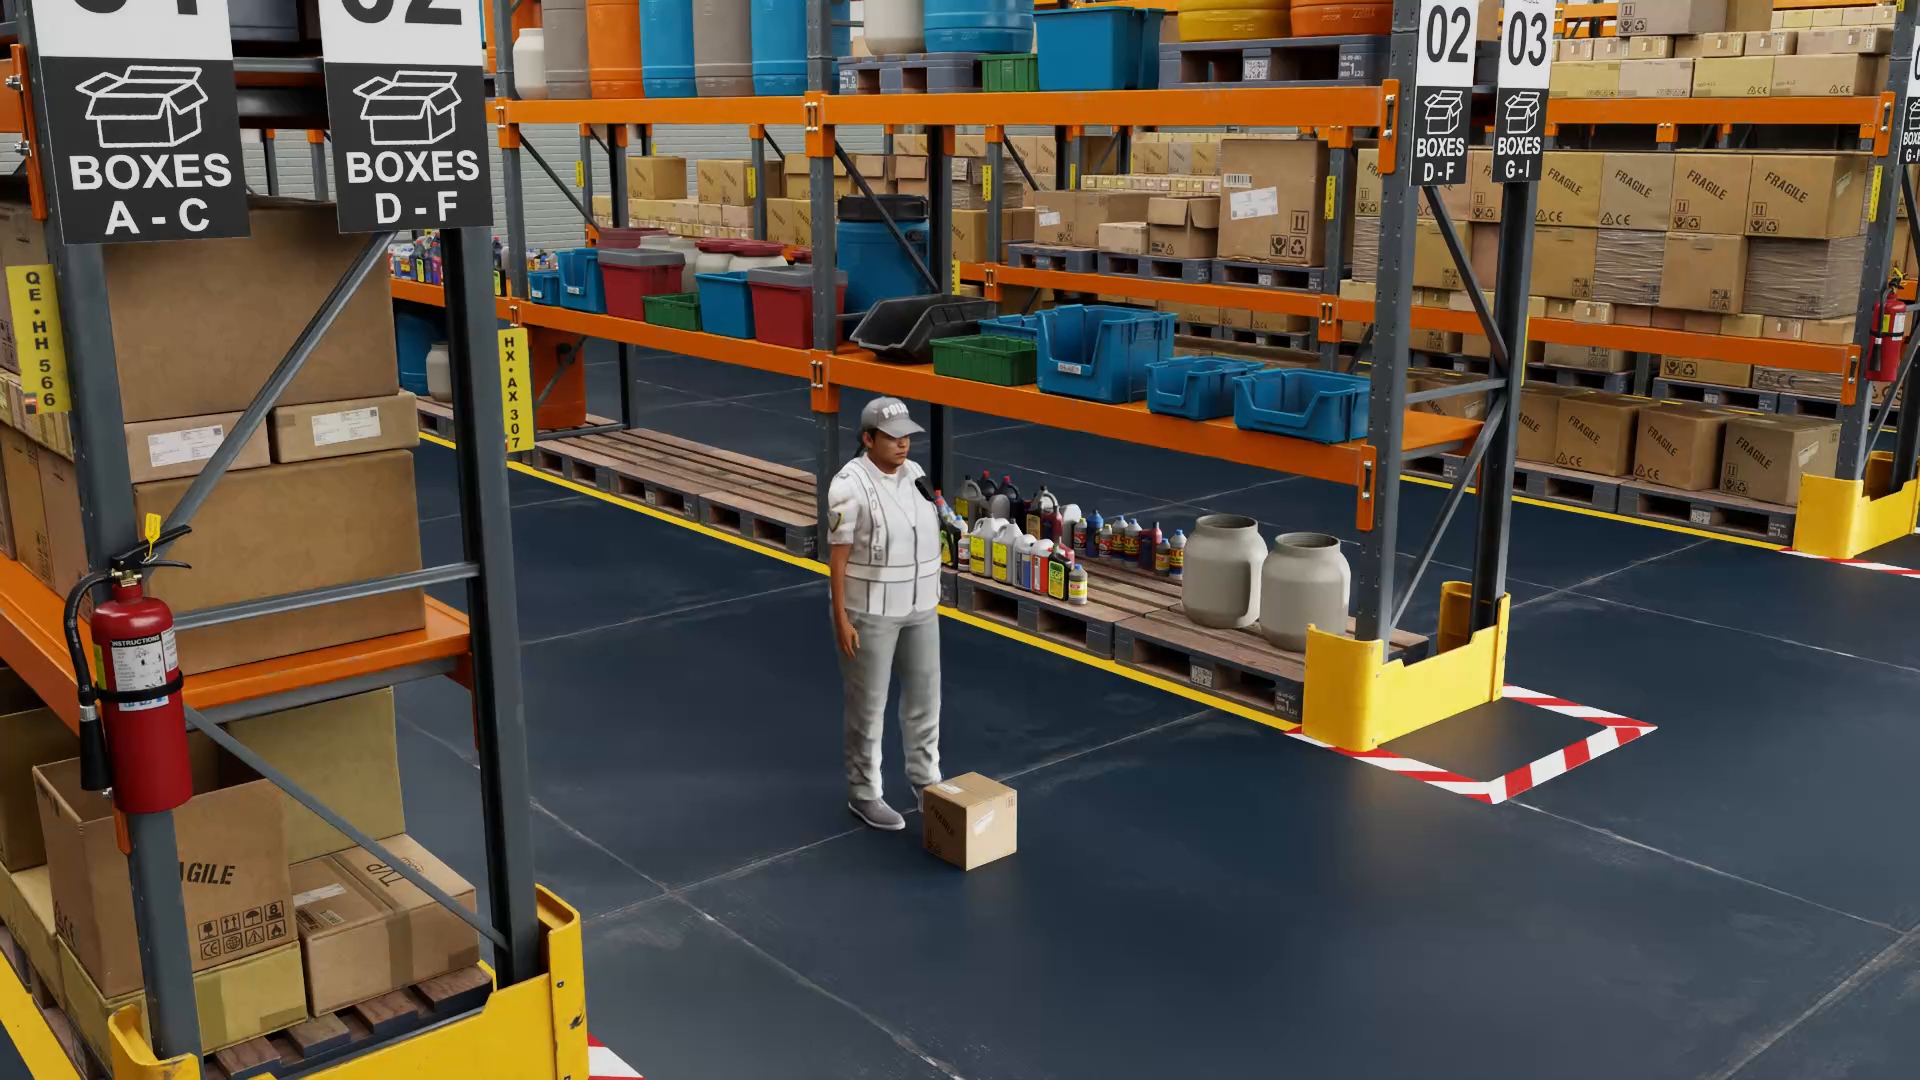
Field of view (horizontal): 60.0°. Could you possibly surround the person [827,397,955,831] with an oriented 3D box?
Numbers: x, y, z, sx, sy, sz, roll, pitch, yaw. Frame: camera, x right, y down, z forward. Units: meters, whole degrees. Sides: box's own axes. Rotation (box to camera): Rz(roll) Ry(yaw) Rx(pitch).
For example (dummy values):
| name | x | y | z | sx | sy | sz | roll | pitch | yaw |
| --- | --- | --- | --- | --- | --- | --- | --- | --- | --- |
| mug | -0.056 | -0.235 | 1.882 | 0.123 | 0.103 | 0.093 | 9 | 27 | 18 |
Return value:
| name | x | y | z | sx | sy | sz | roll | pitch | yaw |
| --- | --- | --- | --- | --- | --- | --- | --- | --- | --- |
| person | -0.272 | 0.275 | 6.416 | 0.506 | 1.670 | 0.387 | -12 | 19 | -40 |
